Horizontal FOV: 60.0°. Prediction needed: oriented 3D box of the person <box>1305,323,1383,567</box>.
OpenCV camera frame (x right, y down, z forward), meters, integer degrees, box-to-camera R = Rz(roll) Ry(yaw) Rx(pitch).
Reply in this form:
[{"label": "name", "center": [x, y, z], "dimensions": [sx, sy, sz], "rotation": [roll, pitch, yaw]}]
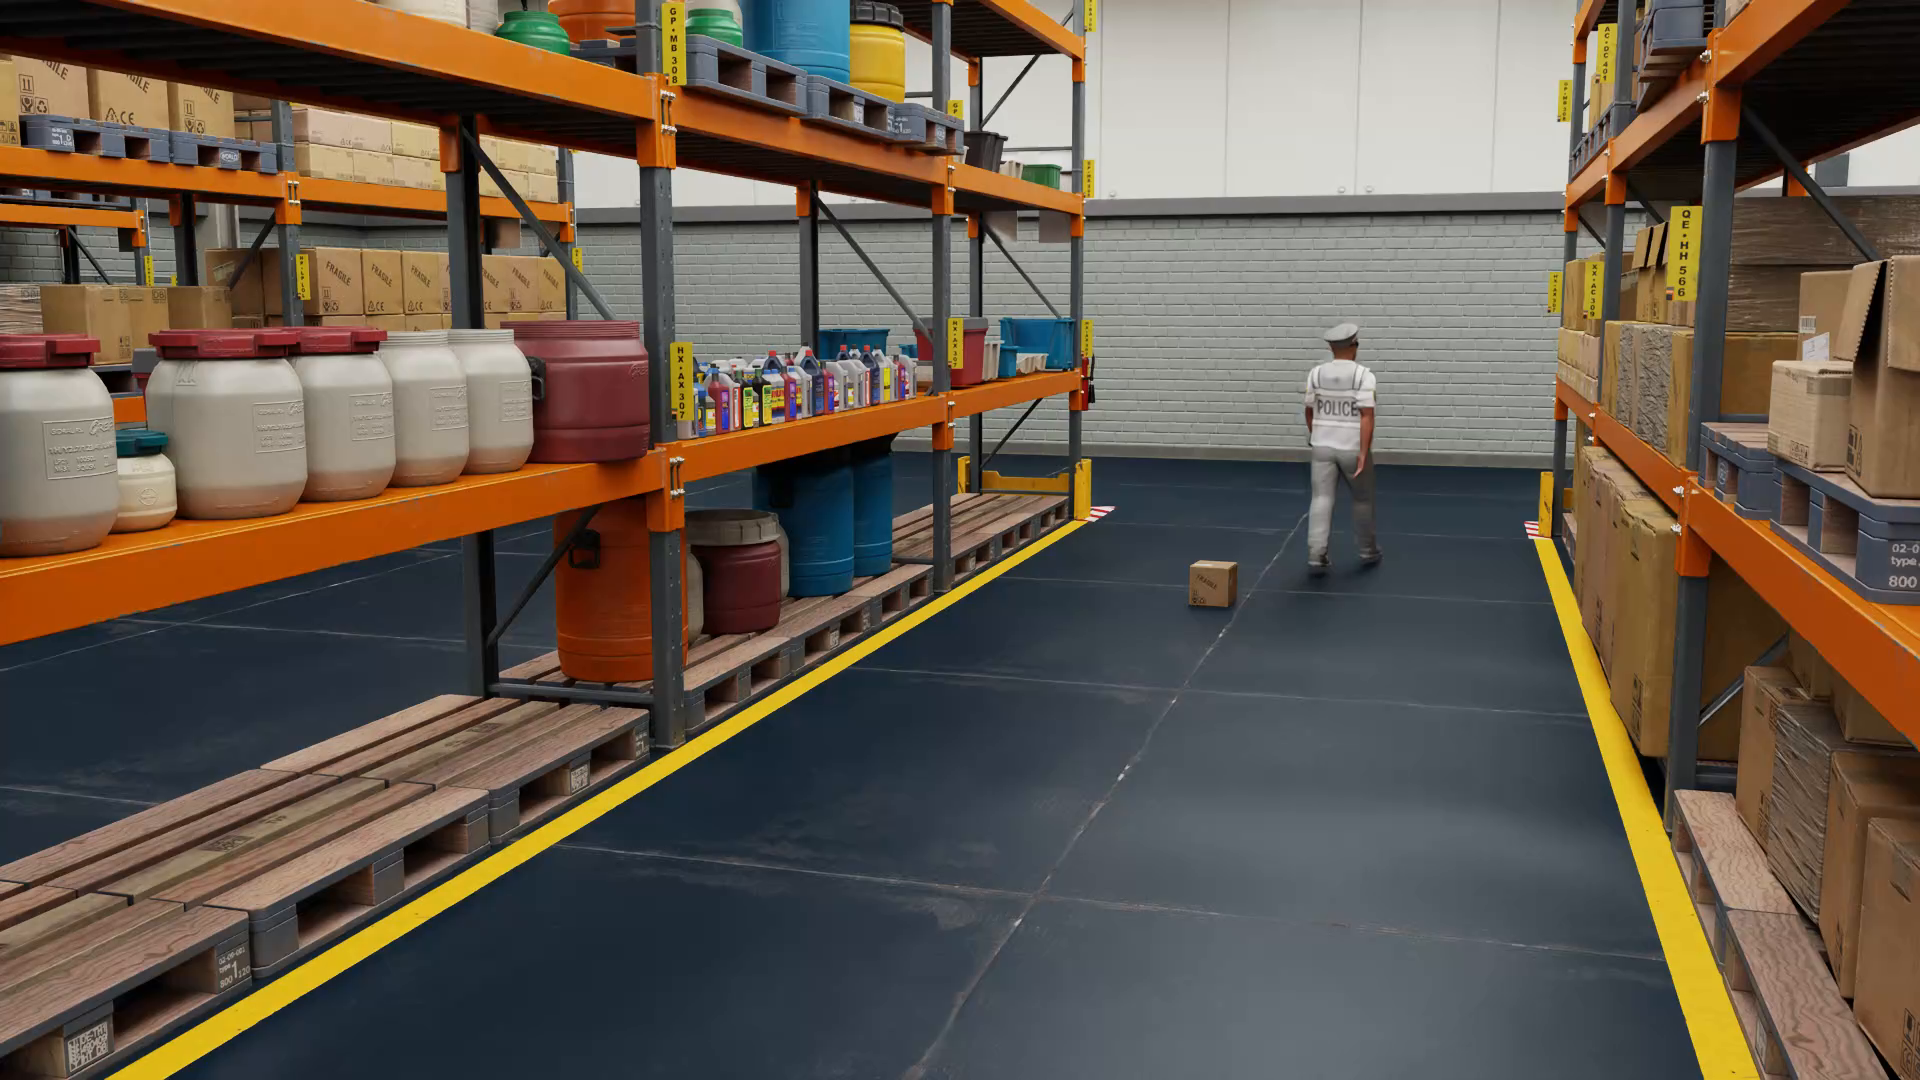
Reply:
[{"label": "person", "center": [2.743, -0.693, 11.898], "dimensions": [0.539, 1.714, 1.025], "rotation": [4, 9, 27]}]
